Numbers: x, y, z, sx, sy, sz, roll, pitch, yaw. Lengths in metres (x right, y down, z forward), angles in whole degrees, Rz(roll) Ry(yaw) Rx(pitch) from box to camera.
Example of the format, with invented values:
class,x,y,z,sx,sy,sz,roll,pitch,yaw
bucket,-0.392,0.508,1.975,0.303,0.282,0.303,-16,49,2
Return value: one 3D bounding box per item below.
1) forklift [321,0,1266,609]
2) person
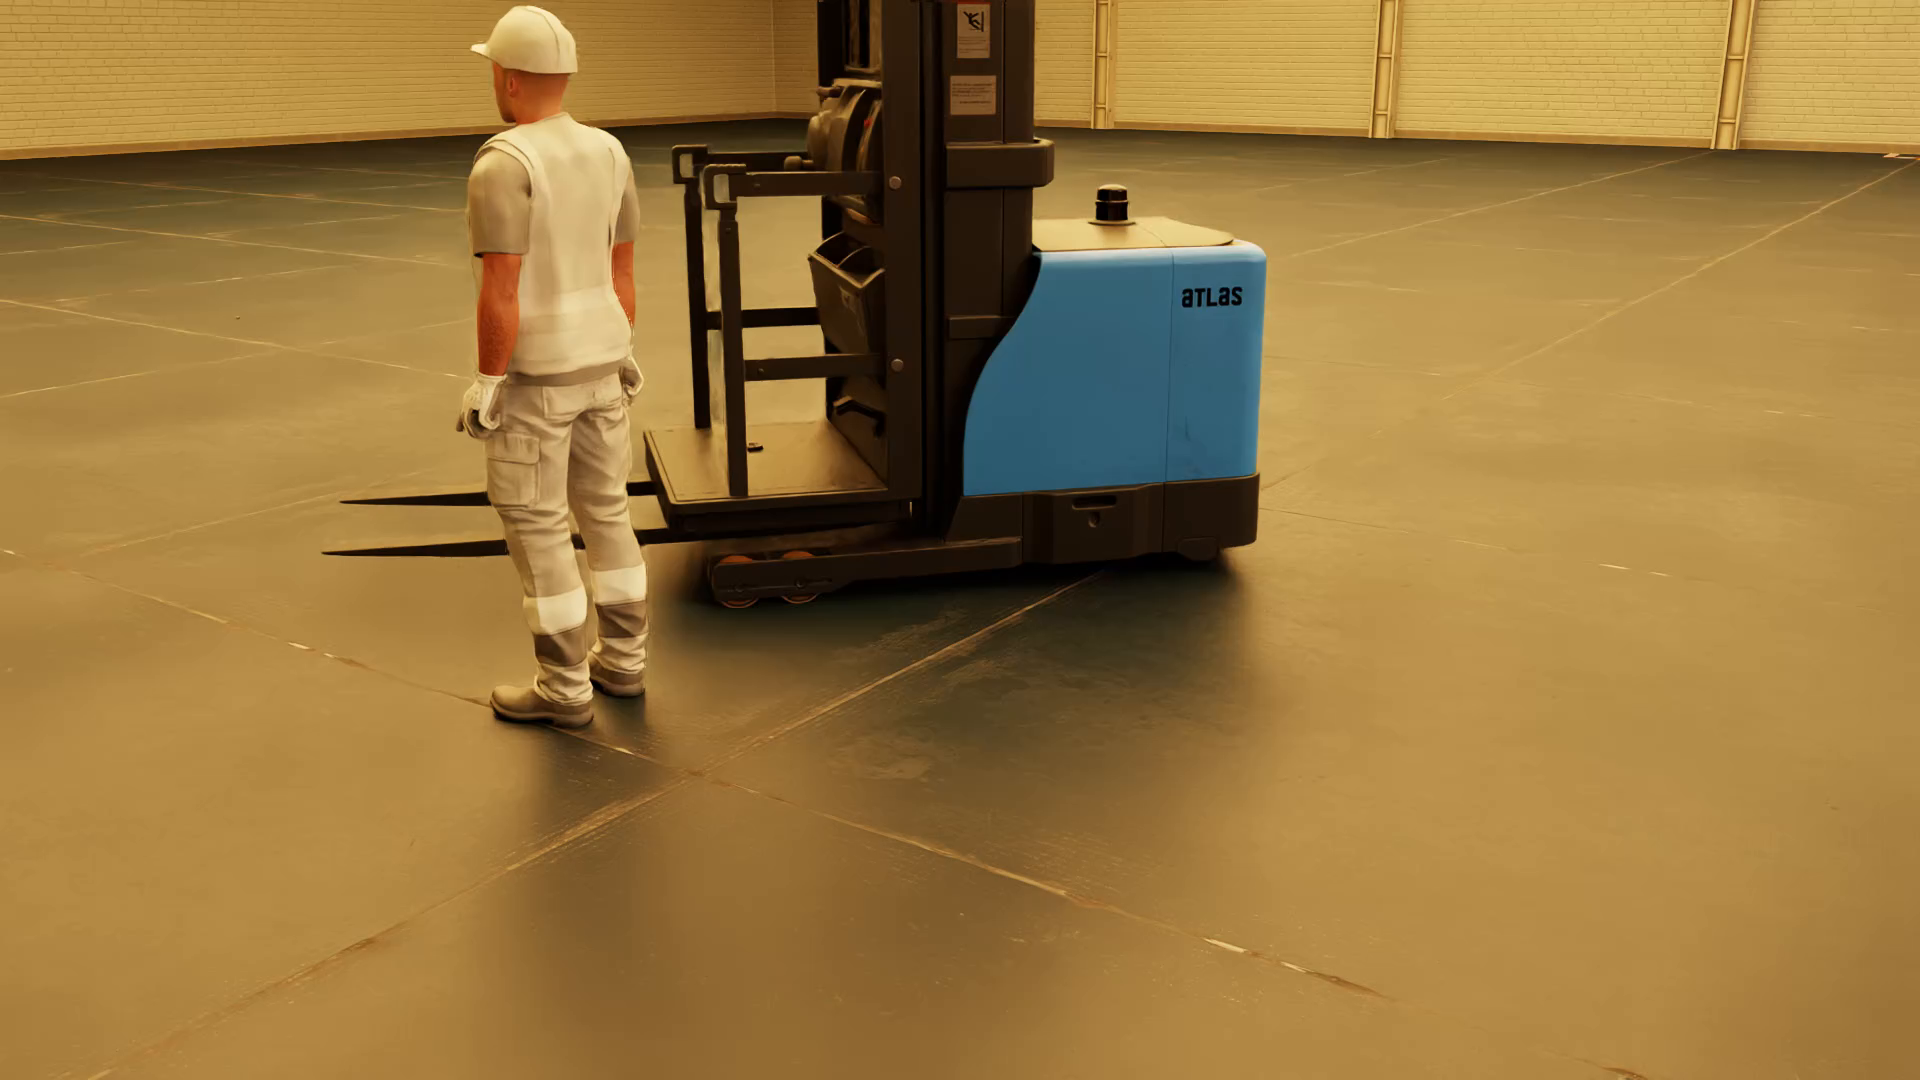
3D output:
class,x,y,z,sx,sy,sz,roll,pitch,yaw
forklift,-0.558,-1.355,5.363,3.031,2.935,1.130,-4,17,-14
person,-1.047,-0.421,4.243,0.330,1.794,0.580,9,19,28
